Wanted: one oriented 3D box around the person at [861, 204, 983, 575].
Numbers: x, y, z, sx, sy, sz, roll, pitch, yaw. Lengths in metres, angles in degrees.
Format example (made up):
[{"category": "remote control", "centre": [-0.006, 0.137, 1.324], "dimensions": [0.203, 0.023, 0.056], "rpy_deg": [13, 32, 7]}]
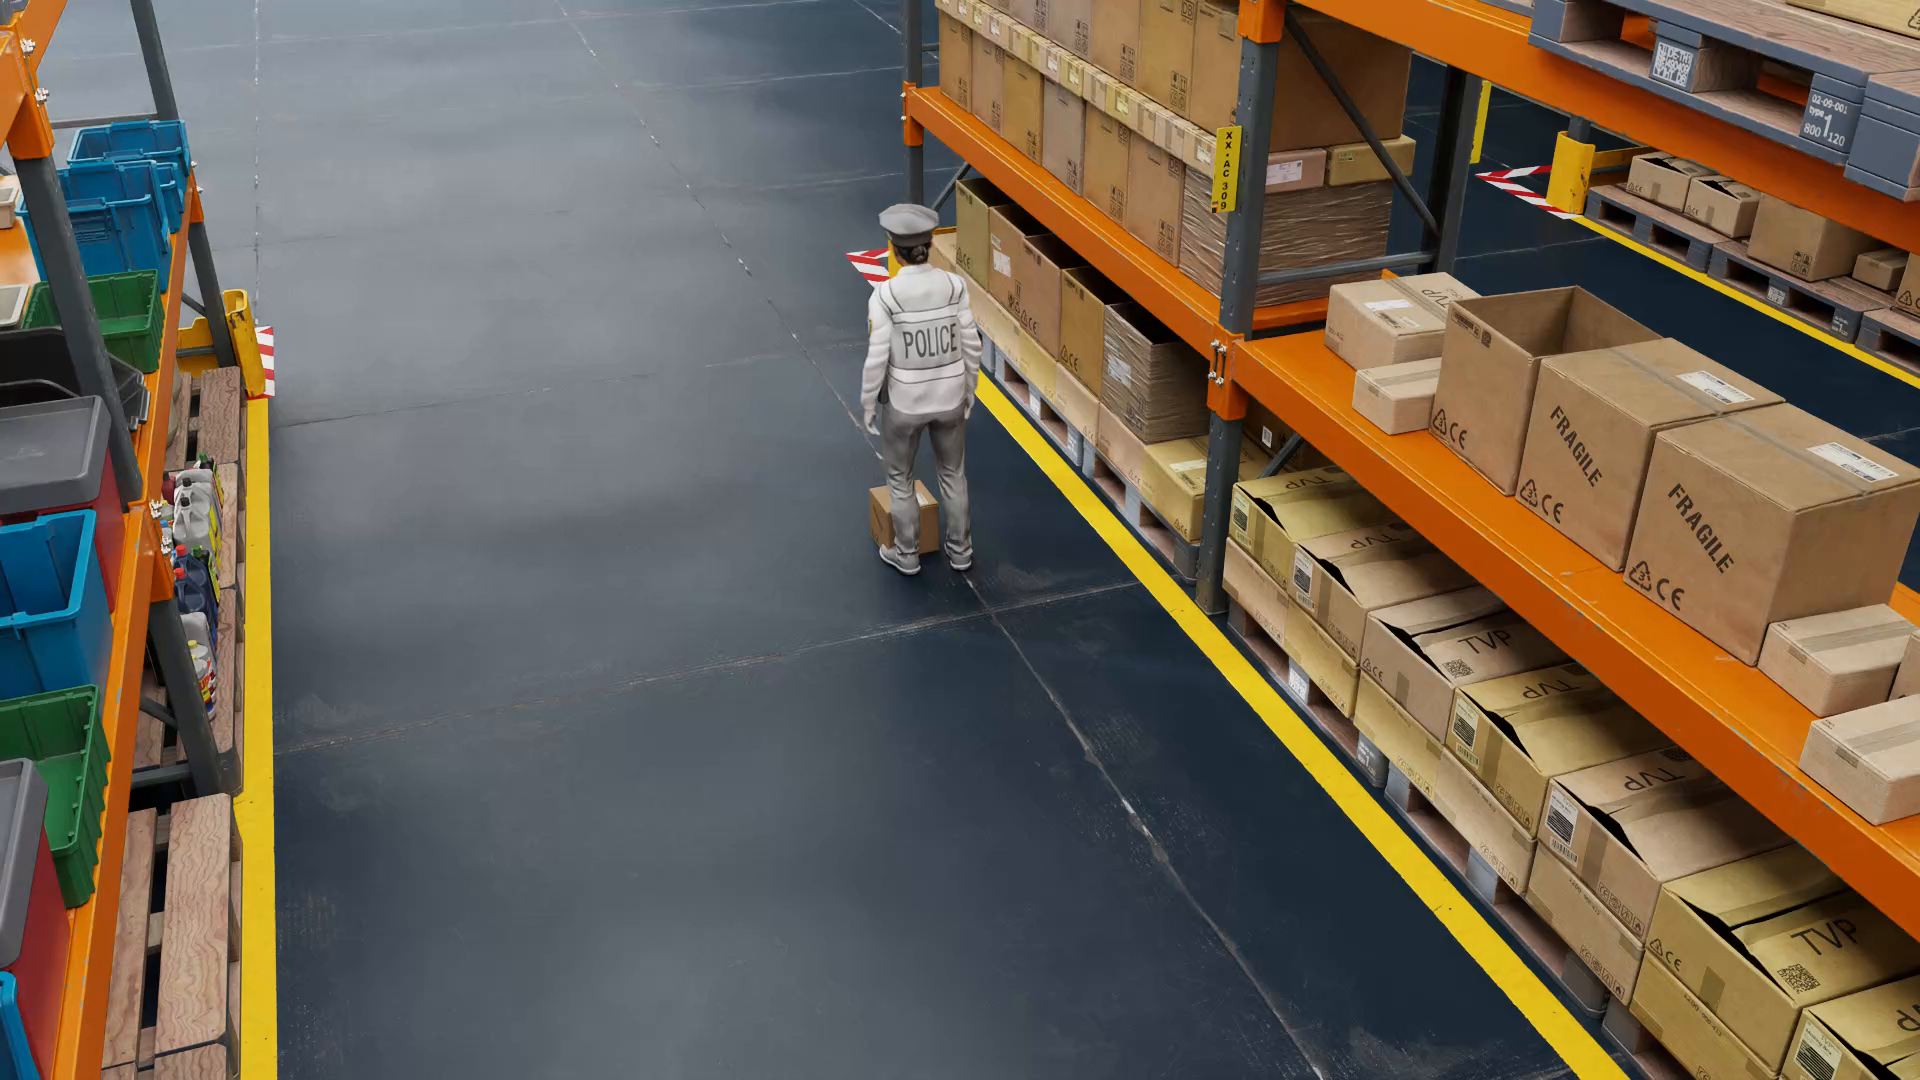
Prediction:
[{"category": "person", "centre": [-0.173, -0.604, 7.170], "dimensions": [0.531, 1.663, 0.404], "rpy_deg": [-11, 32, -18]}]
